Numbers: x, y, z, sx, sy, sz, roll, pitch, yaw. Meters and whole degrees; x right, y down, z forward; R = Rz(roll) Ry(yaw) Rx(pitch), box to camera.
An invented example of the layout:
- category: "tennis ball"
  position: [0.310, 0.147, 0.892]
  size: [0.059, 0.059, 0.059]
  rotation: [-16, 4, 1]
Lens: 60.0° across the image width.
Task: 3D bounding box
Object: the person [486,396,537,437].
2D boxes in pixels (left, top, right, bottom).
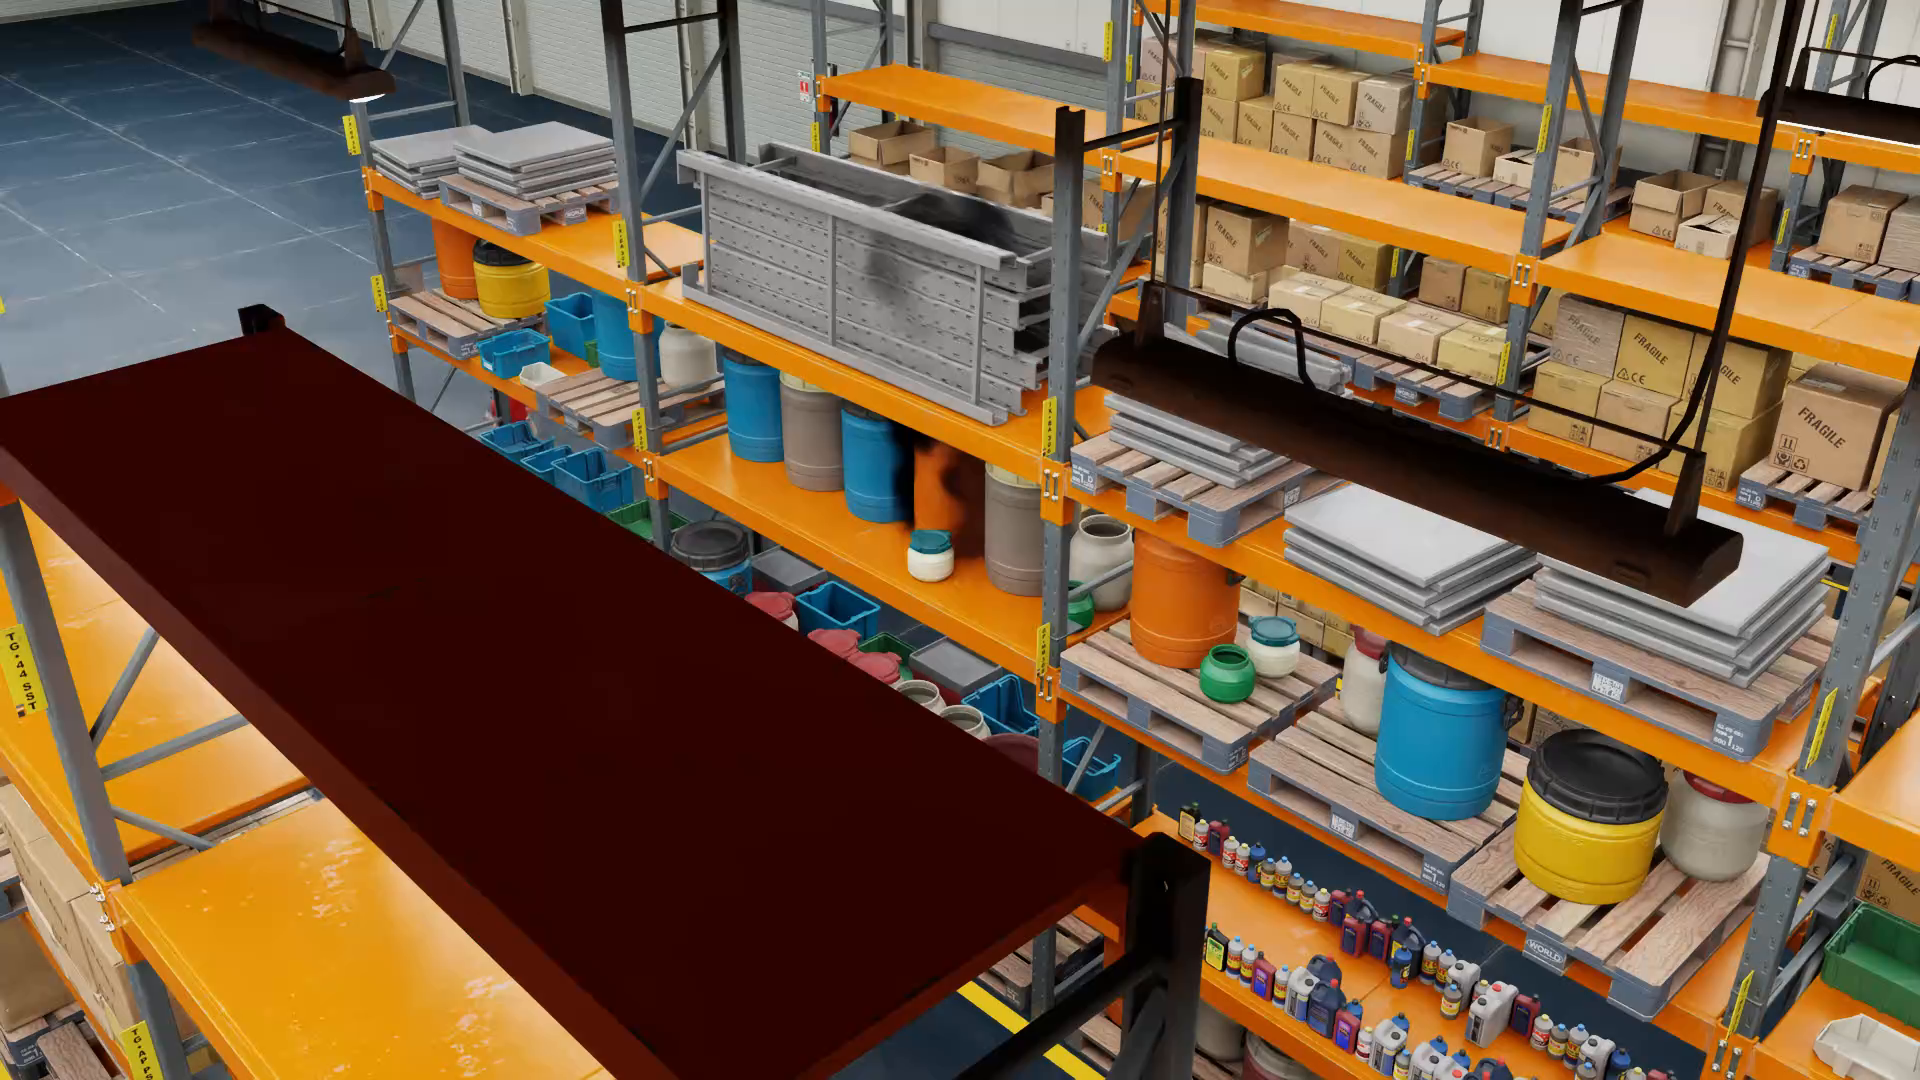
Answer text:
- category: "person"
  position: [-4.584, -1.080, 17.128]
  size: [0.574, 1.655, 0.729]
  rotation: [7, 29, 13]
